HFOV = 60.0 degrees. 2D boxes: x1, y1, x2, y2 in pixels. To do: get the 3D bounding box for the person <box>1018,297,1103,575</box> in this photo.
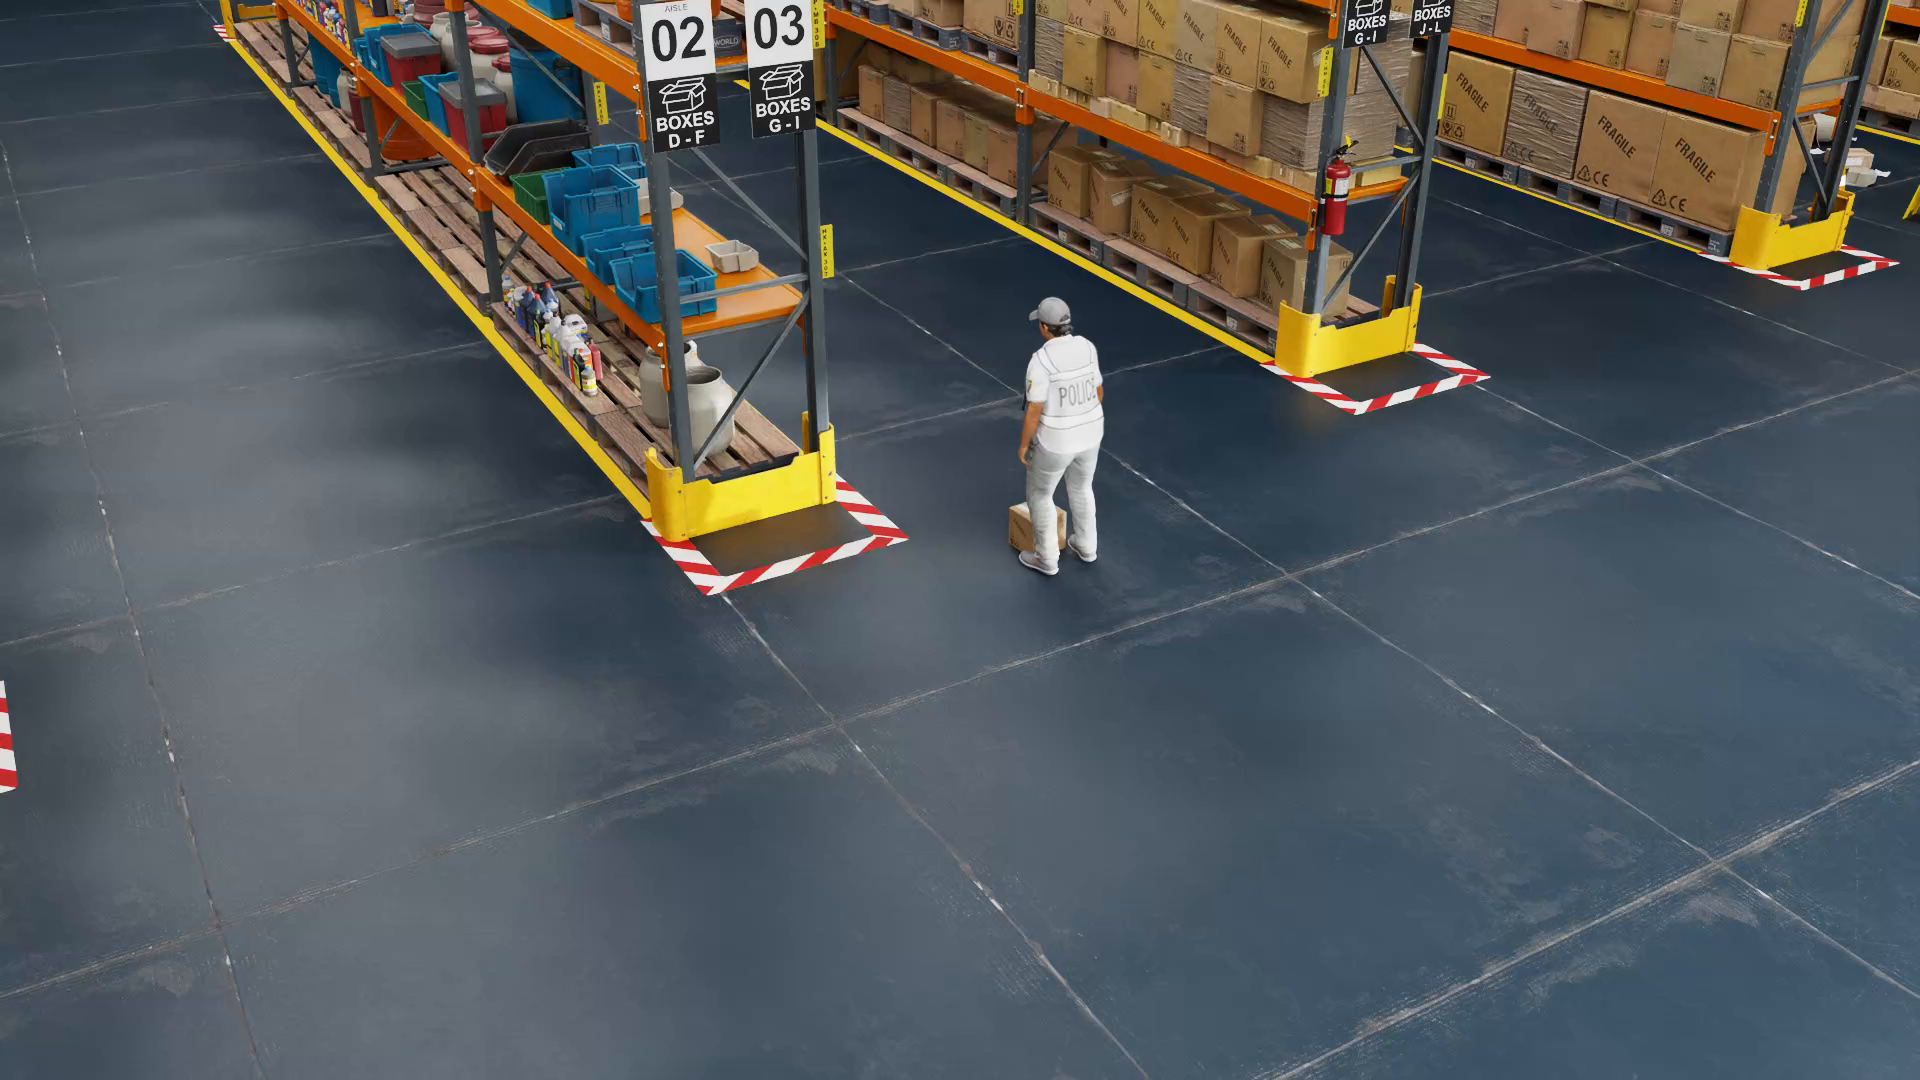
[{"bbox_3d":[0.582,-0.601,9.624,0.559,1.667,0.467,-17,34,-28],"label":"person"}]
